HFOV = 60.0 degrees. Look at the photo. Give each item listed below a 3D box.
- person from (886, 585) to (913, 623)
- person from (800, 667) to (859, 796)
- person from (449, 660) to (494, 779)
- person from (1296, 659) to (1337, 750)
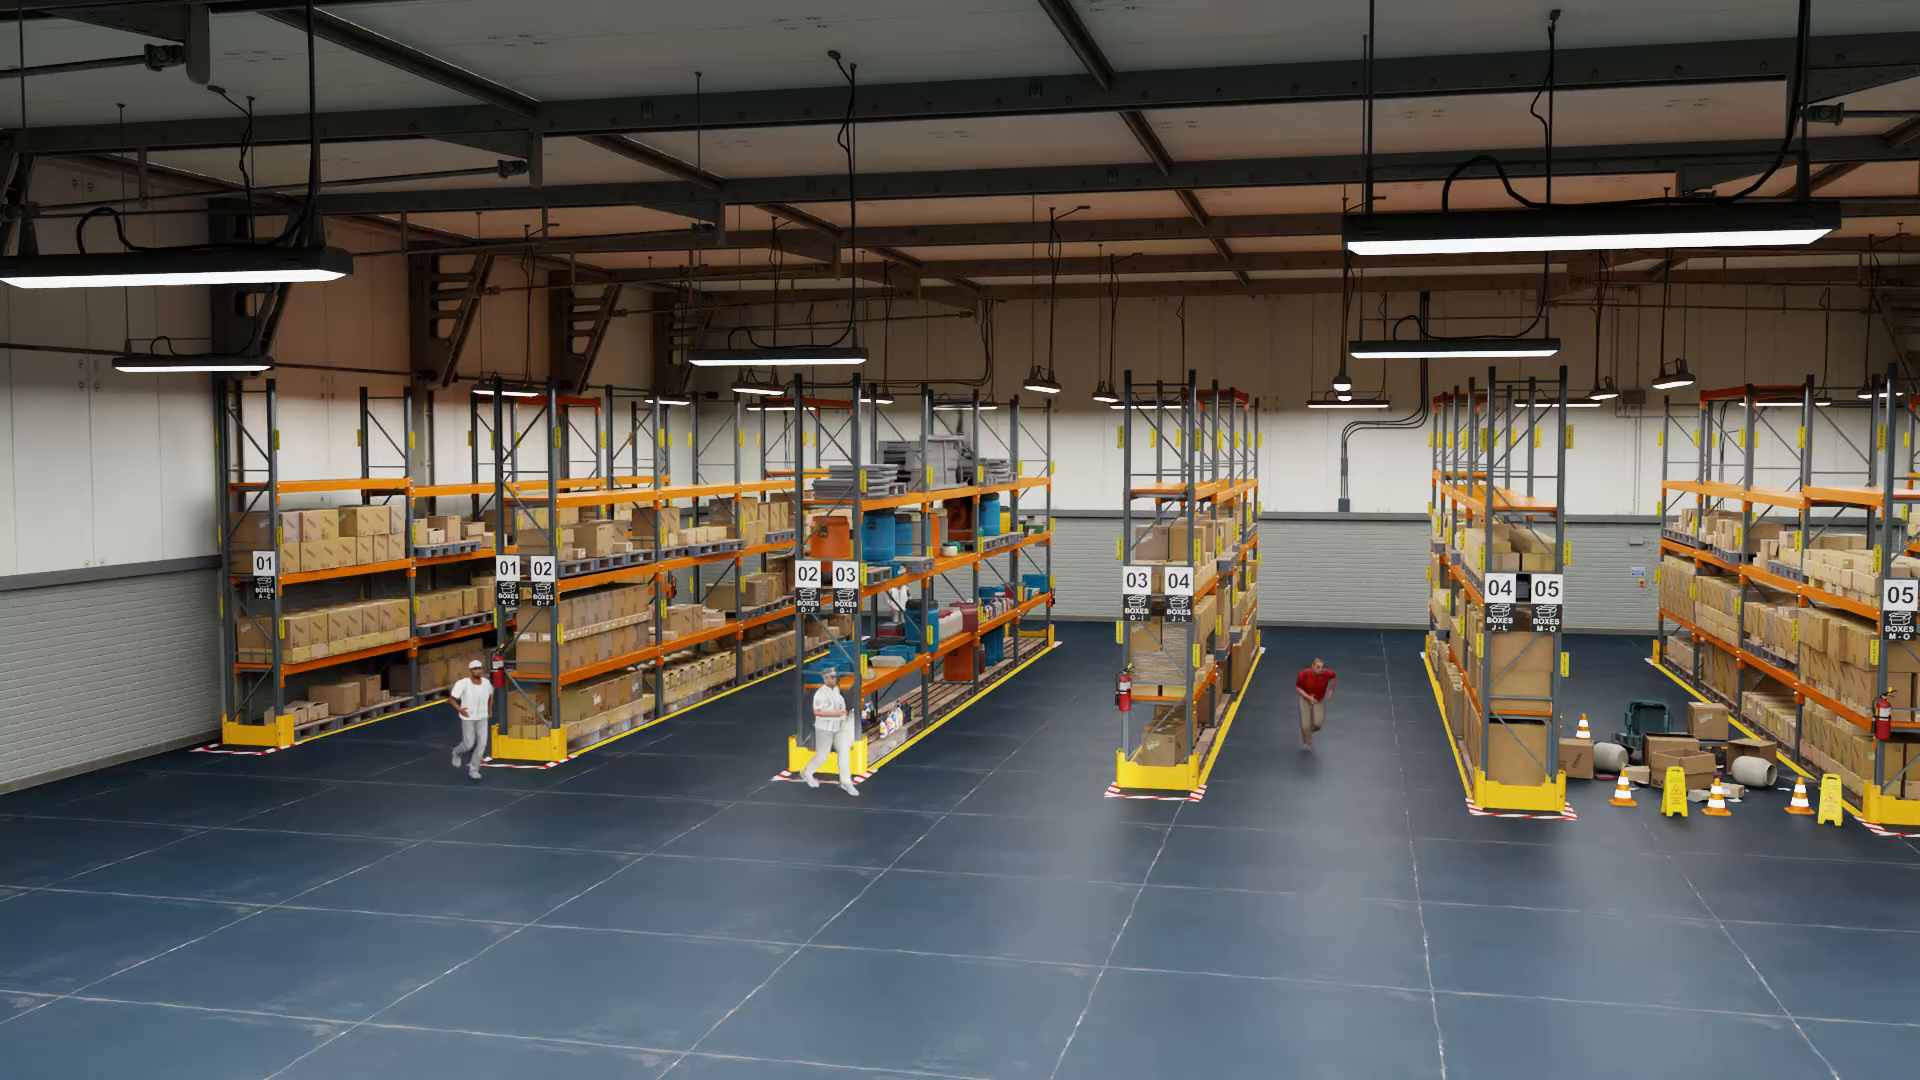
[{"bbox_3d":[-1.467,1.705,40.522,0.682,1.739,0.558,0,3,-8],"label":"person"},{"bbox_3d":[-1.863,2.695,23.580,0.937,1.817,0.656,2,4,35],"label":"person"},{"bbox_3d":[-7.280,2.657,24.869,0.727,1.742,0.706,-3,5,-41],"label":"person"},{"bbox_3d":[5.717,2.640,26.667,0.693,1.545,0.815,0,3,-1],"label":"person"}]
